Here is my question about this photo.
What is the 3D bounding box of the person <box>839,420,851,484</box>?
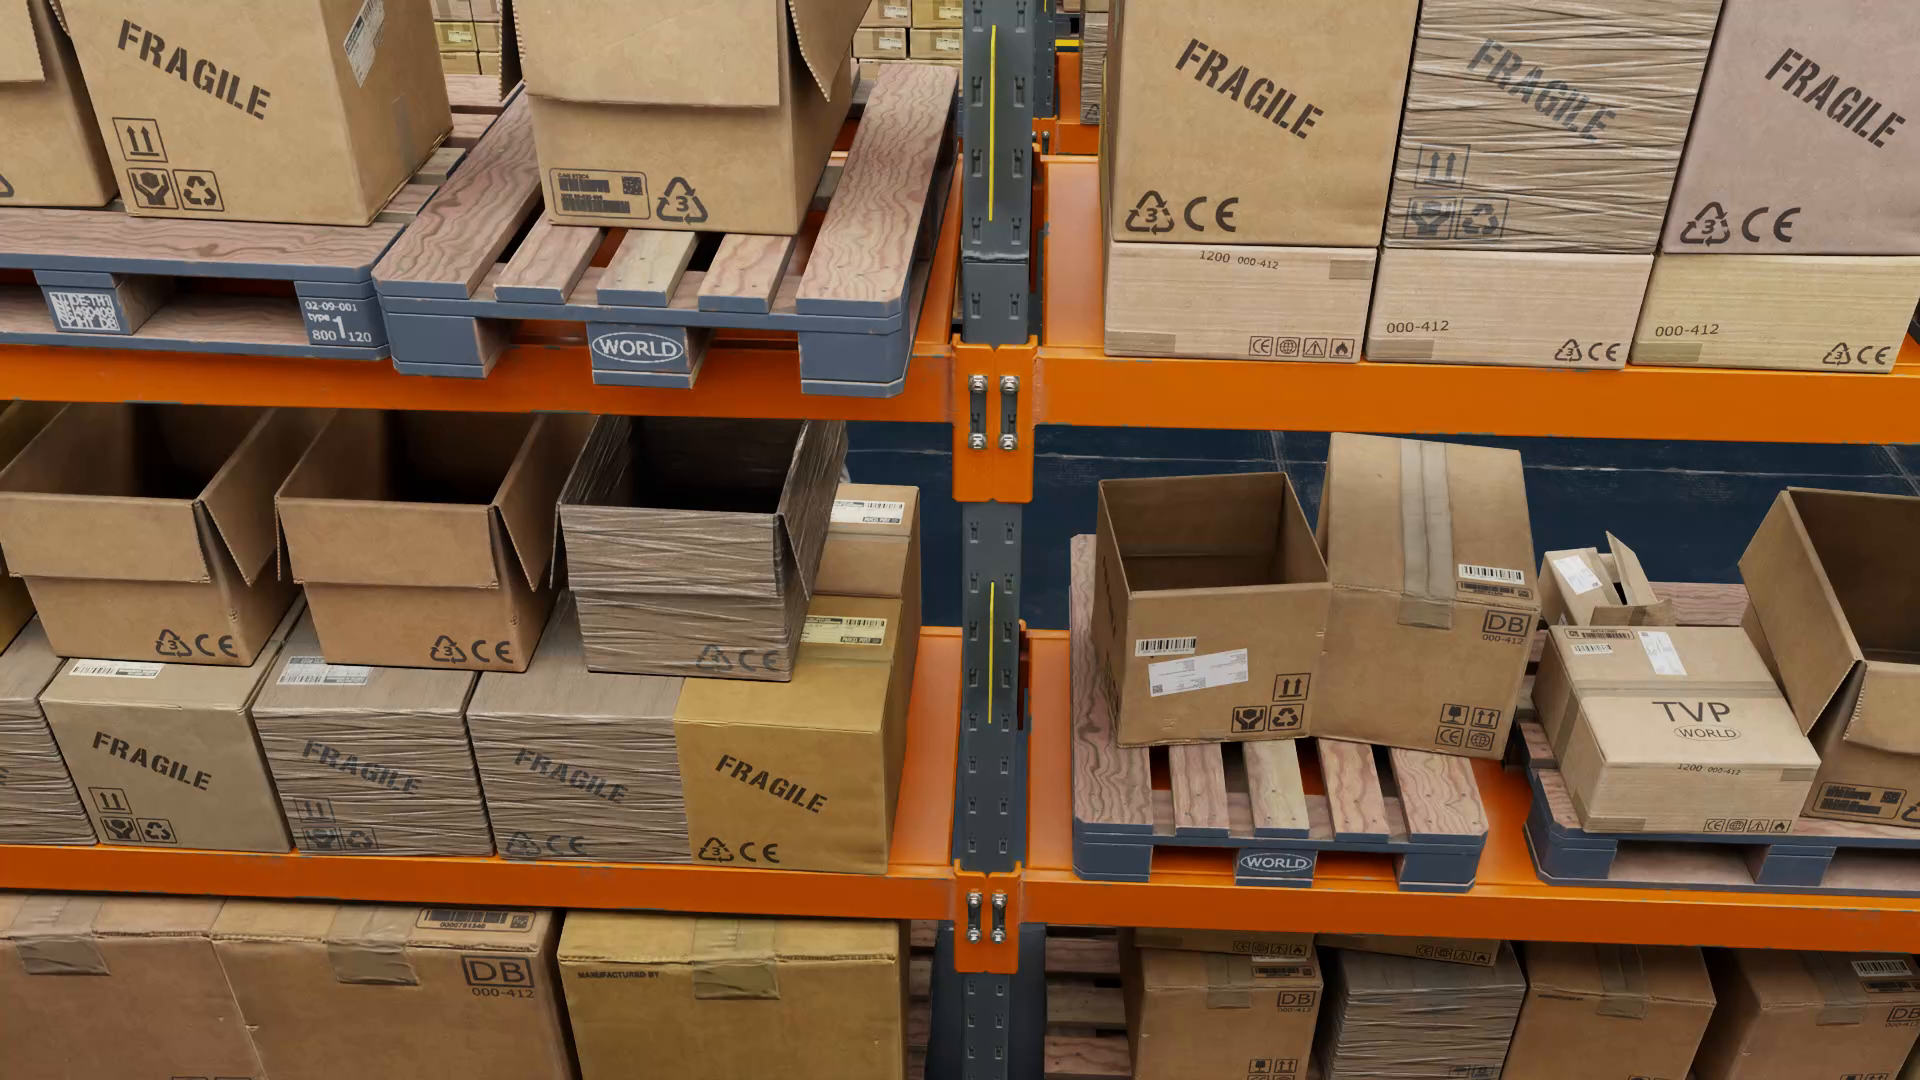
[{"bbox_3d":[-0.605,-0.591,6.941,0.343,1.688,0.521,3,36,5],"label":"person"}]
